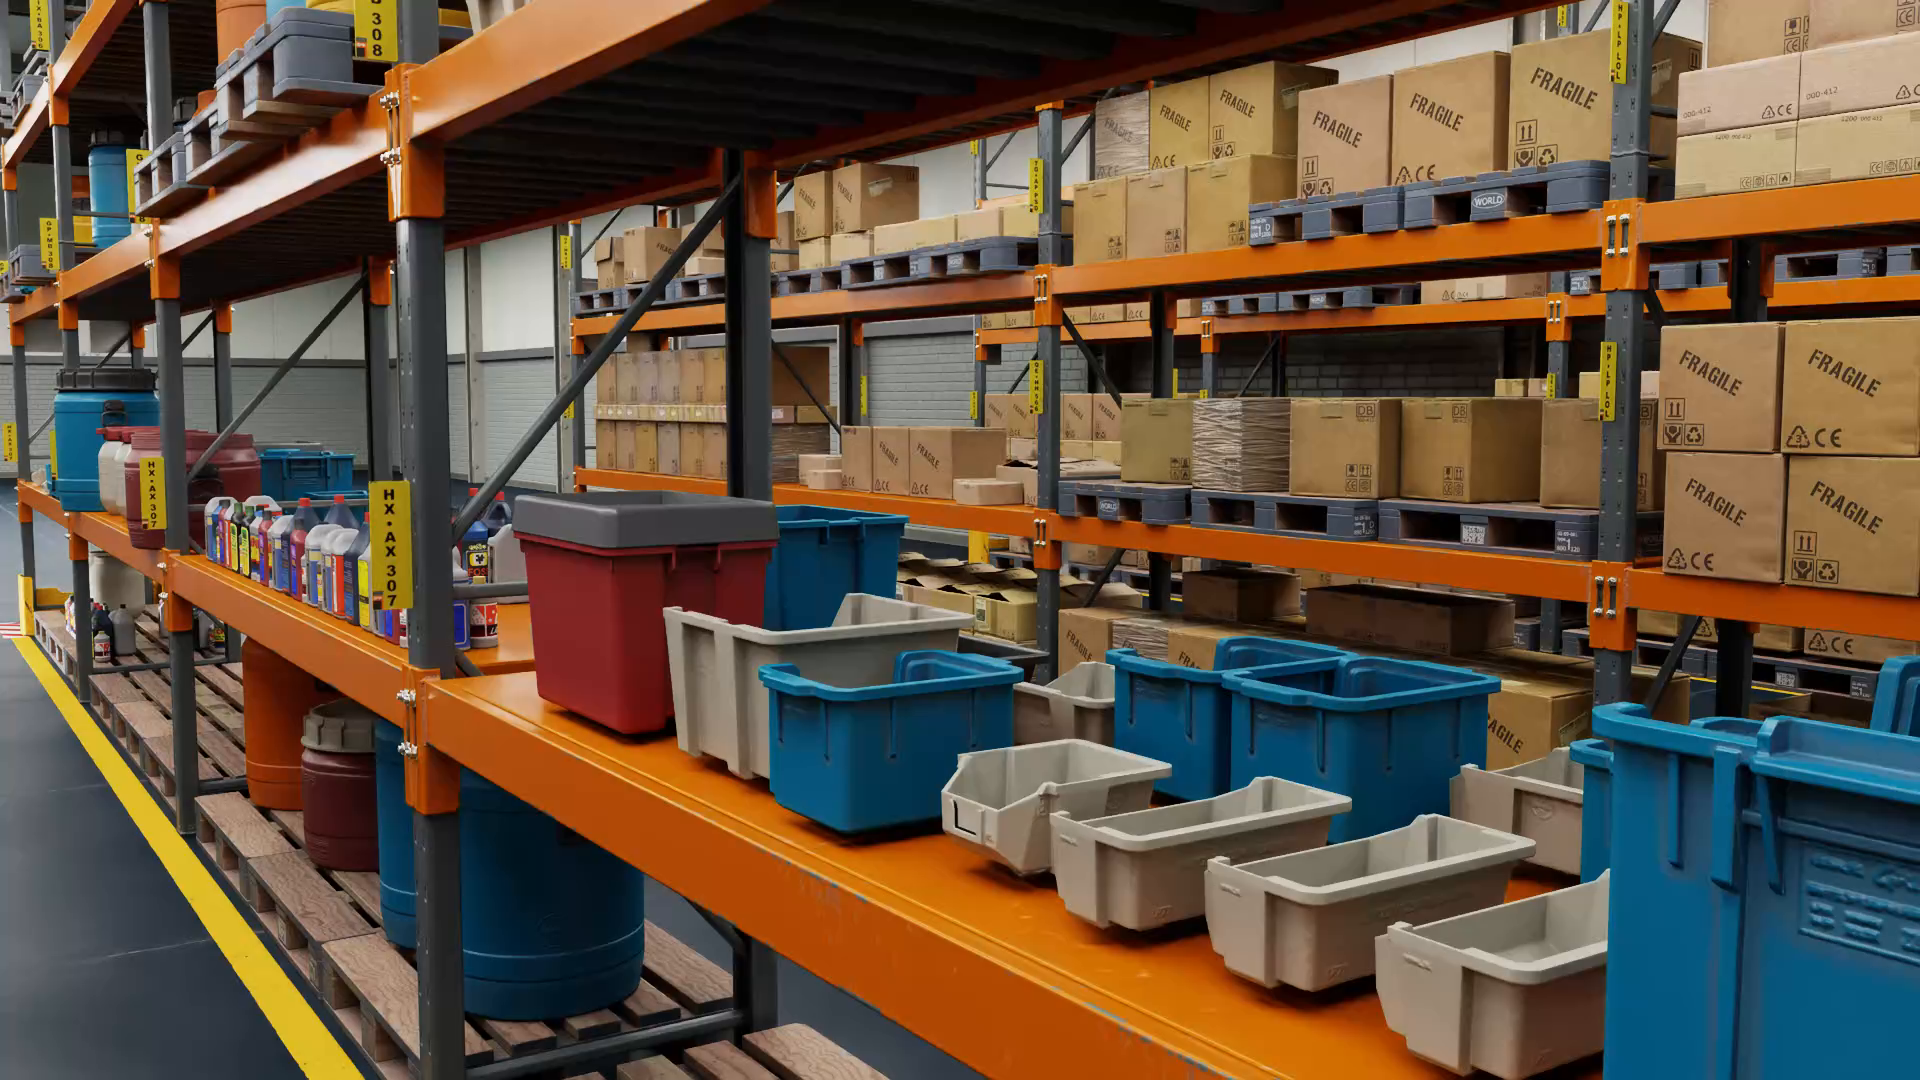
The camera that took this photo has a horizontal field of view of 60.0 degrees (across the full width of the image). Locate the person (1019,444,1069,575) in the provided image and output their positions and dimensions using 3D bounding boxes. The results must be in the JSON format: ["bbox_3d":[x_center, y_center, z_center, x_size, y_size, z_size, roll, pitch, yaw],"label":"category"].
[{"bbox_3d":[0.803,-0.063,14.841,0.567,1.590,0.415,0,5,-3],"label":"person"}]
